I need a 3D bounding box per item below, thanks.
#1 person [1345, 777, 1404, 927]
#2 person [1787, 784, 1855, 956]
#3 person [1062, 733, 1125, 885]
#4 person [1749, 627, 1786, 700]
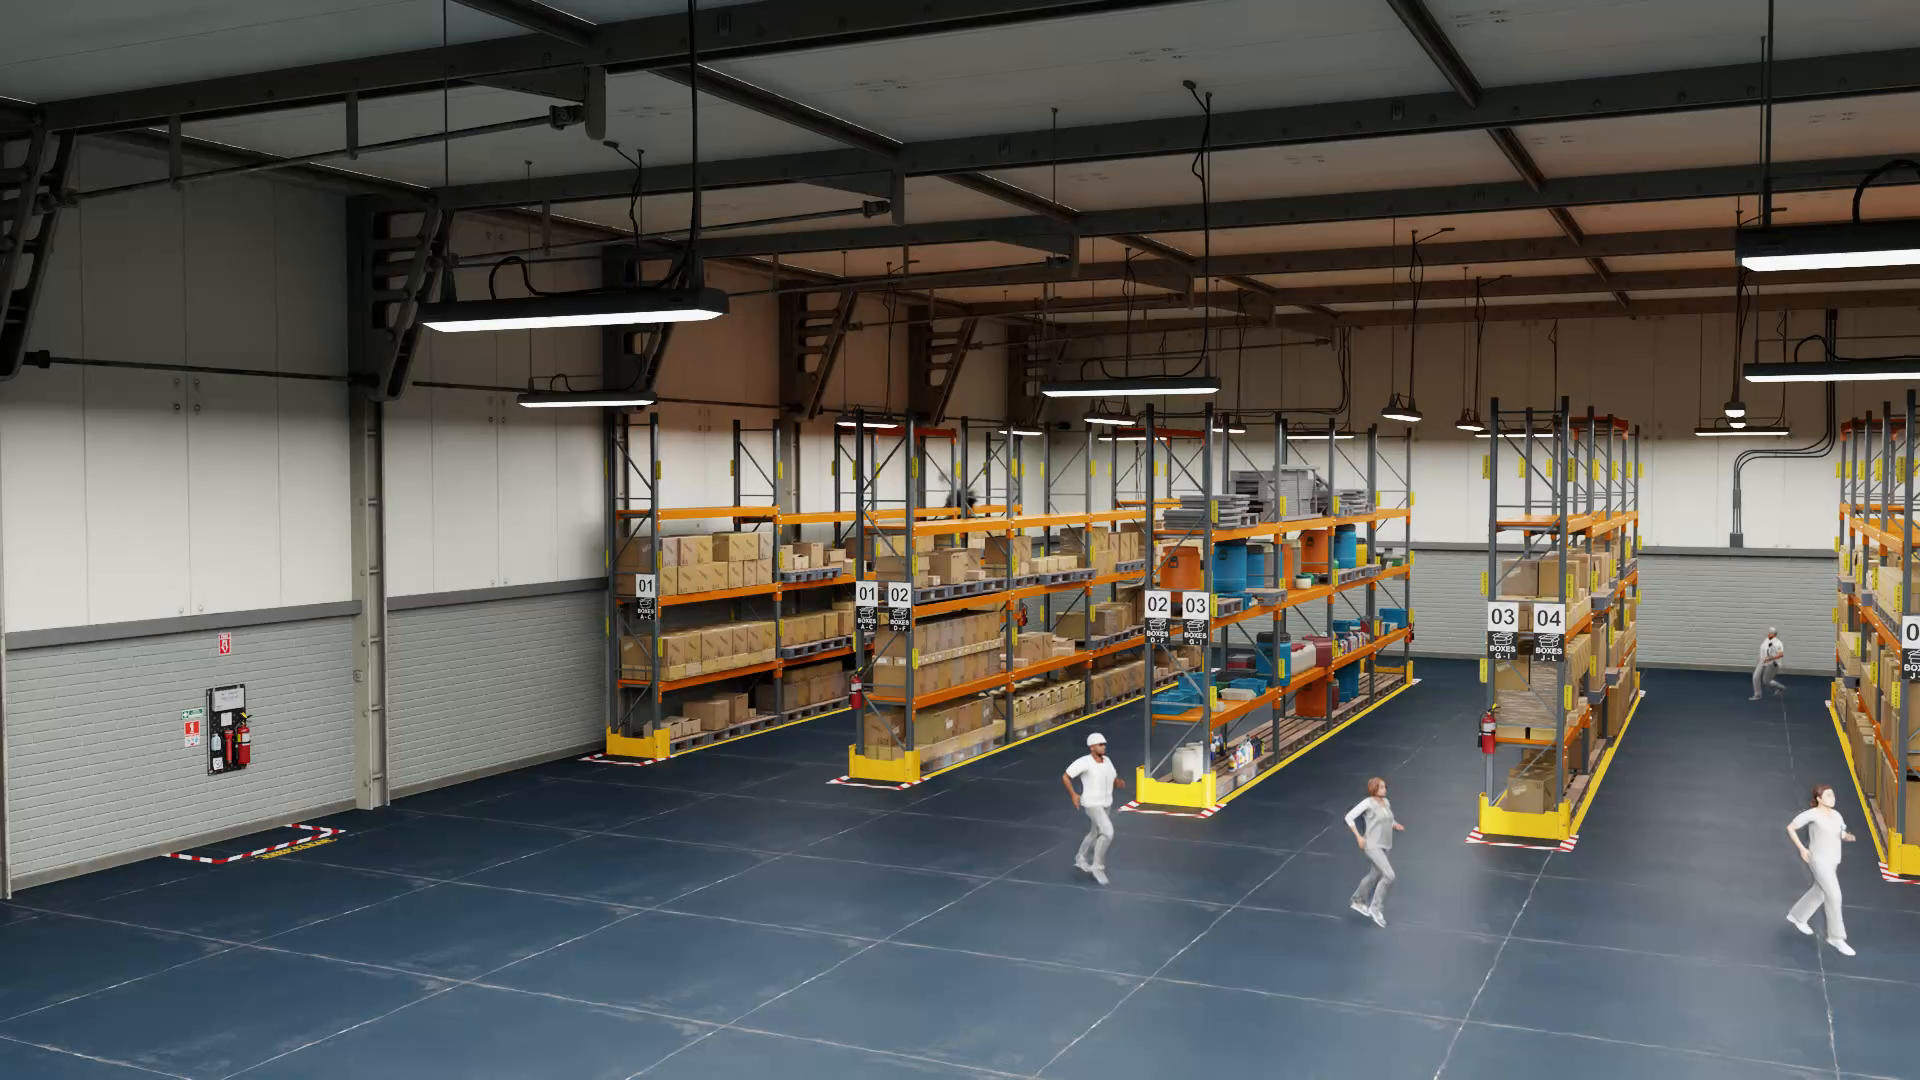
[{"bbox_3d":[4.600,3.427,18.361,0.503,1.627,0.691,-2,3,-44],"label":"person"},{"bbox_3d":[9.067,3.411,17.487,0.550,1.701,0.875,-1,3,-26],"label":"person"},{"bbox_3d":[1.679,3.268,20.299,0.751,1.823,0.669,2,3,40],"label":"person"},{"bbox_3d":[17.567,2.691,36.004,0.751,1.623,0.648,0,2,-12],"label":"person"}]
